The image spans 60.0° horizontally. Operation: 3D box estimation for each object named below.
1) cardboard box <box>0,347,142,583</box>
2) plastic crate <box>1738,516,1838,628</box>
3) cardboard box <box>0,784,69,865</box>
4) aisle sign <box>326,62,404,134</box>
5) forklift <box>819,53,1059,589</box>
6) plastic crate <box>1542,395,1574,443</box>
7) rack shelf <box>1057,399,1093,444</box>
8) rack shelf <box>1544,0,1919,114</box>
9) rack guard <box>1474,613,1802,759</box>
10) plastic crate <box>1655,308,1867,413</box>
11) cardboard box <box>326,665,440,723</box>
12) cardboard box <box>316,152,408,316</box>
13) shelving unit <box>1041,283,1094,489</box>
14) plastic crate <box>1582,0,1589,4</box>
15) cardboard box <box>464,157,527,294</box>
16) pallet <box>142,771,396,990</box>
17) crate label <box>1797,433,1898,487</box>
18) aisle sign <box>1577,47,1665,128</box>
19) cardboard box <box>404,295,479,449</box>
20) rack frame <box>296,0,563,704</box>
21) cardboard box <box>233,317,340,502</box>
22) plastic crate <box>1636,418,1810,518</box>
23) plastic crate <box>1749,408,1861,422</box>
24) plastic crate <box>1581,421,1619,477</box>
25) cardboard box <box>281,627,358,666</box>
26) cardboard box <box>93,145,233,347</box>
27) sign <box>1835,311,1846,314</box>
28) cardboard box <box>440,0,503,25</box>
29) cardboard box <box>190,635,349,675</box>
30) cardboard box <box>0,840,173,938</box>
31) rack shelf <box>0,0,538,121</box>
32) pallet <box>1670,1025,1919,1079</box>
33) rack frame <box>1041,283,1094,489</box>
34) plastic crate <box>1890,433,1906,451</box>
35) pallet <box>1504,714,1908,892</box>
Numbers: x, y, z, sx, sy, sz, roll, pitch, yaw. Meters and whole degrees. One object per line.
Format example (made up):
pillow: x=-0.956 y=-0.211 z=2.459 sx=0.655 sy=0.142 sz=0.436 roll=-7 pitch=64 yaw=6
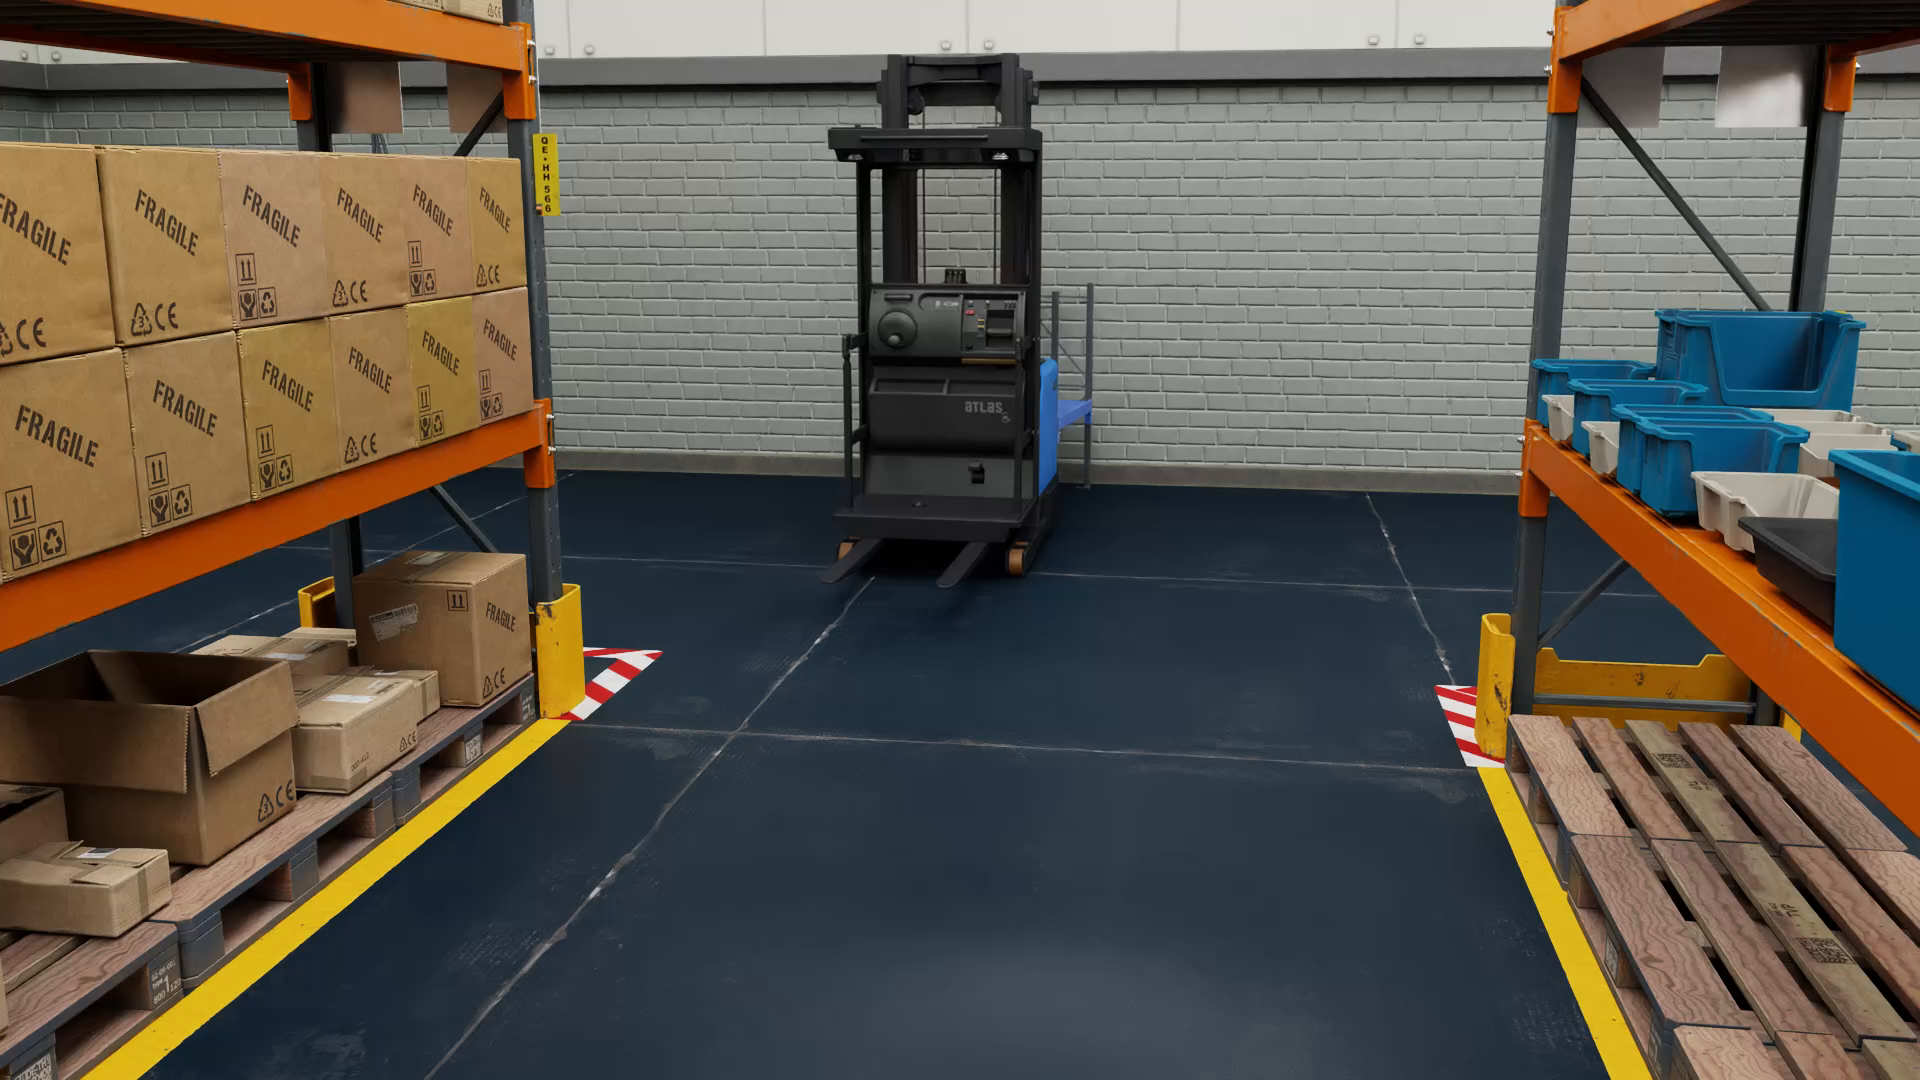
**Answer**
cardboard box: x=-2.415 y=-0.203 z=4.079 sx=0.500 sy=0.500 sz=0.500 roll=2 pitch=12 yaw=10
plastic crate: x=1.962 y=0.074 z=3.539 sx=0.437 sy=0.125 sz=0.590 roll=2 pitch=12 yaw=9
cardboard box: x=-2.915 y=0.865 z=4.698 sx=0.500 sy=0.311 sz=0.500 roll=2 pitch=12 yaw=9
aisle sign: x=-2.503 y=-2.078 z=6.843 sx=0.394 sy=0.787 sz=0.004 roll=2 pitch=12 yaw=9
forklift: x=-0.111 y=-1.304 z=9.586 sx=1.130 sy=2.935 sz=3.031 roll=2 pitch=12 yaw=10
plastic crate: x=2.177 y=-0.417 z=5.794 sx=0.250 sy=0.136 sz=0.298 roll=2 pitch=12 yaw=9
rack shelf: x=0.567 y=-0.852 z=11.740 sx=0.538 sy=0.185 sz=1.000 roll=4 pitch=13 yaw=17
rack shelf: x=2.363 y=-1.320 z=4.087 sx=1.077 sy=0.370 sz=4.000 roll=2 pitch=12 yaw=9
rack guard: x=2.662 y=0.595 z=6.547 sx=1.175 sy=0.500 sz=0.348 roll=2 pitch=12 yaw=9
plastic crate: x=2.804 y=-0.593 z=5.897 sx=0.616 sy=0.435 sz=0.499 roll=2 pitch=12 yaw=9
cardboard box: x=-2.214 y=0.589 z=6.319 sx=0.380 sy=0.166 sz=0.250 roll=2 pitch=12 yaw=9
cardboard box: x=-2.172 y=-1.006 z=5.431 sx=0.500 sy=0.500 sz=0.500 roll=2 pitch=12 yaw=10
shelving unit: x=0.567 y=-1.028 z=11.702 sx=0.538 sy=1.500 sz=1.048 roll=4 pitch=13 yaw=17
plastic crate: x=2.336 y=-1.953 z=5.627 sx=0.497 sy=0.269 sz=0.590 roll=2 pitch=12 yaw=9
cardboard box: x=-2.020 y=-1.219 z=6.420 sx=0.500 sy=0.500 sz=0.500 roll=2 pitch=12 yaw=8
pallet: x=-2.546 y=1.015 z=5.282 sx=1.003 sy=0.211 sz=1.213 roll=2 pitch=12 yaw=9
crate label: x=2.647 y=-0.228 z=4.915 sx=0.396 sy=0.136 sz=0.243 roll=2 pitch=12 yaw=9
aisle sign: x=2.389 y=-1.917 z=6.099 sx=0.394 sy=0.787 sz=0.004 roll=2 pitch=12 yaw=9
cardboard box: x=-2.099 y=-0.622 z=6.022 sx=0.500 sy=0.500 sz=0.500 roll=2 pitch=12 yaw=9
rack frame: x=-2.223 y=-0.783 z=7.007 sx=1.000 sy=3.000 sz=0.127 roll=2 pitch=12 yaw=9
cardboard box: x=-2.259 y=-0.413 z=5.054 sx=0.500 sy=0.500 sz=0.500 roll=2 pitch=12 yaw=8
plastic crate: x=2.059 y=-0.192 z=4.520 sx=0.416 sy=0.233 sz=0.300 roll=2 pitch=12 yaw=9
plastic crate: x=2.724 y=-0.347 z=5.465 sx=0.396 sy=0.136 sz=0.243 roll=2 pitch=12 yaw=9
plastic crate: x=2.072 y=-0.276 z=5.139 sx=0.250 sy=0.136 sz=0.298 roll=2 pitch=12 yaw=9
cardboard box: x=-2.627 y=0.471 z=6.908 sx=0.380 sy=0.149 sz=0.250 roll=2 pitch=12 yaw=9
cardboard box: x=-2.329 y=-0.792 z=4.435 sx=0.500 sy=0.500 sz=0.500 roll=2 pitch=12 yaw=7
sign: x=3.217 y=-0.687 z=6.175 sx=0.100 sy=0.325 sz=0.005 roll=2 pitch=12 yaw=9
cardboard box: x=-2.041 y=-2.061 z=6.171 sx=0.500 sy=0.250 sz=0.500 roll=2 pitch=12 yaw=9
cardboard box: x=-2.664 y=0.554 z=6.285 sx=0.500 sy=0.250 sz=0.500 roll=2 pitch=12 yaw=9
cardboard box: x=-2.437 y=0.959 z=4.606 sx=0.380 sy=0.166 sz=0.250 roll=2 pitch=12 yaw=9
rack shelf: x=-2.531 y=-1.481 z=4.835 sx=1.077 sy=0.370 sz=4.000 roll=2 pitch=12 yaw=9
pallet: x=2.131 y=1.420 z=3.405 sx=1.003 sy=0.211 sz=1.213 roll=2 pitch=12 yaw=9
rack frame: x=0.719 y=-1.130 z=12.176 sx=0.500 sy=1.500 sz=0.032 roll=4 pitch=13 yaw=17
plastic crate: x=2.608 y=-0.134 z=4.248 sx=0.416 sy=0.233 sz=0.300 roll=2 pitch=12 yaw=9
pallet: x=2.506 y=0.912 z=5.762 sx=1.003 sy=0.211 sz=1.213 roll=2 pitch=12 yaw=9
